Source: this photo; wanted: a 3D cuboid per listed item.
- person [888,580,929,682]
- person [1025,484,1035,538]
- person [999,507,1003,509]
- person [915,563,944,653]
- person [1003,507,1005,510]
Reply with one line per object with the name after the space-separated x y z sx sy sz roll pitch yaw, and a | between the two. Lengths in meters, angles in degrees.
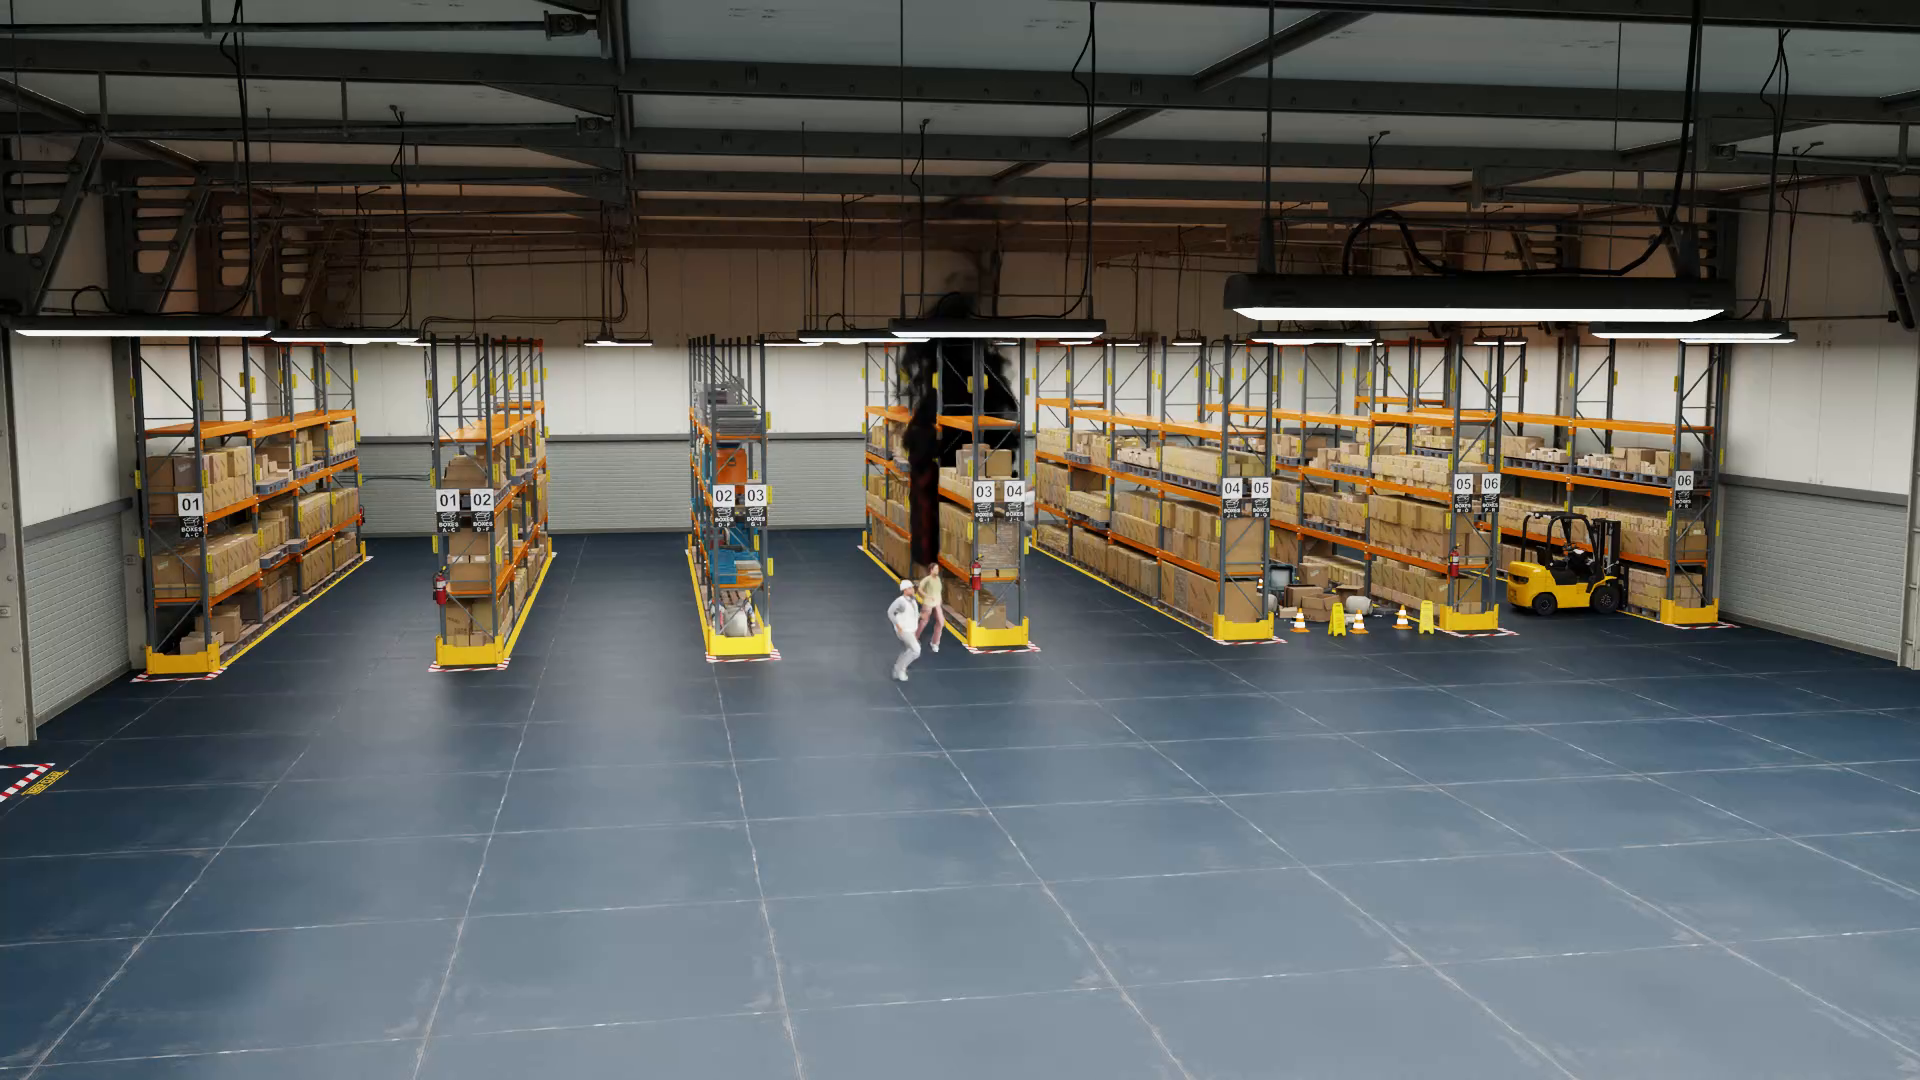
-0.875 1.562 28.757 0.660 1.752 0.636 3 7 23 | person
1.944 -0.844 49.900 0.888 1.718 0.795 0 7 4 | person
0.914 -0.618 48.233 0.679 1.600 0.846 3 7 25 | person
-0.544 1.270 31.775 0.644 1.688 0.760 -5 8 -37 | person
1.204 -0.660 48.811 0.559 1.580 0.818 6 9 40 | person
